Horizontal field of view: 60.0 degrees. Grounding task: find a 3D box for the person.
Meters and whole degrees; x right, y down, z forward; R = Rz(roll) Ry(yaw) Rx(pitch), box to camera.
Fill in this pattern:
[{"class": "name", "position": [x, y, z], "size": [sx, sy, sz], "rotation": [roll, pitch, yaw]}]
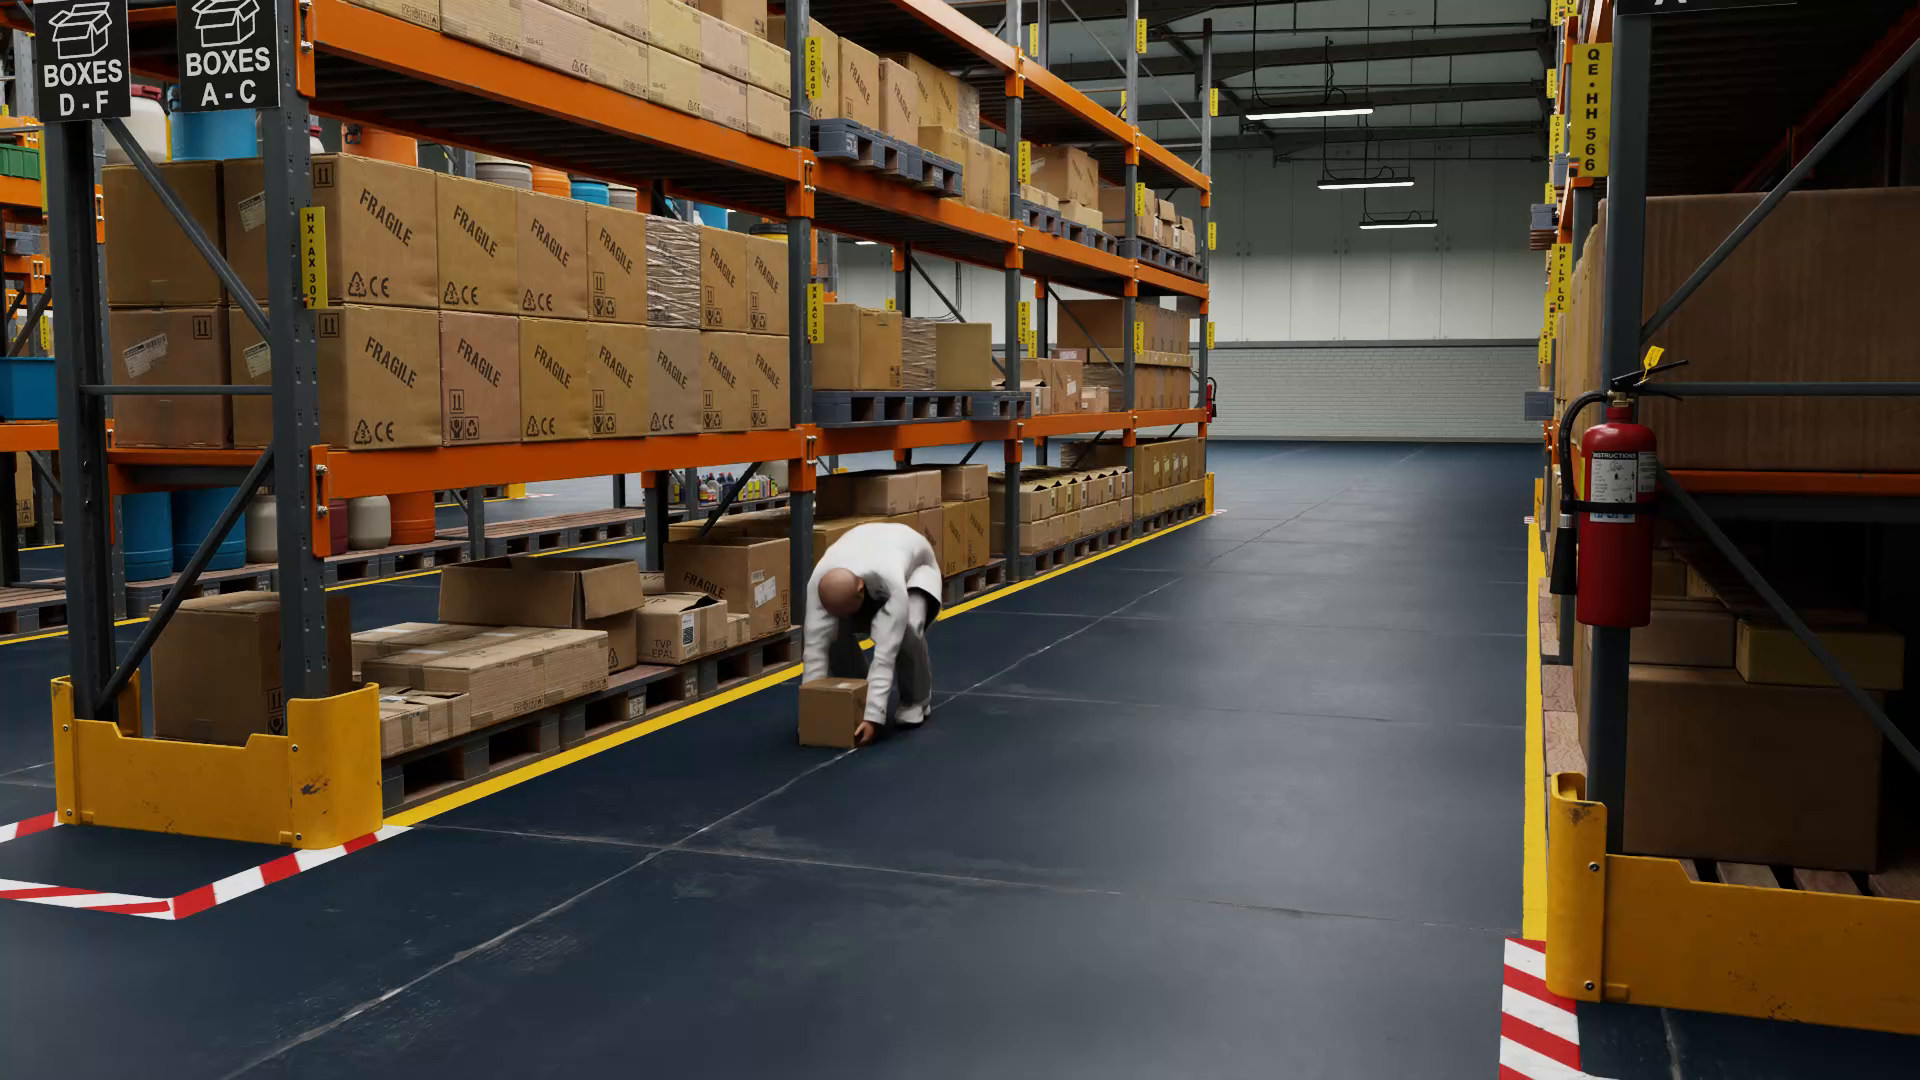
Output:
[{"class": "person", "position": [-0.404, 0.395, 7.459], "size": [0.595, 0.923, 0.950], "rotation": [2, 5, 19]}]
